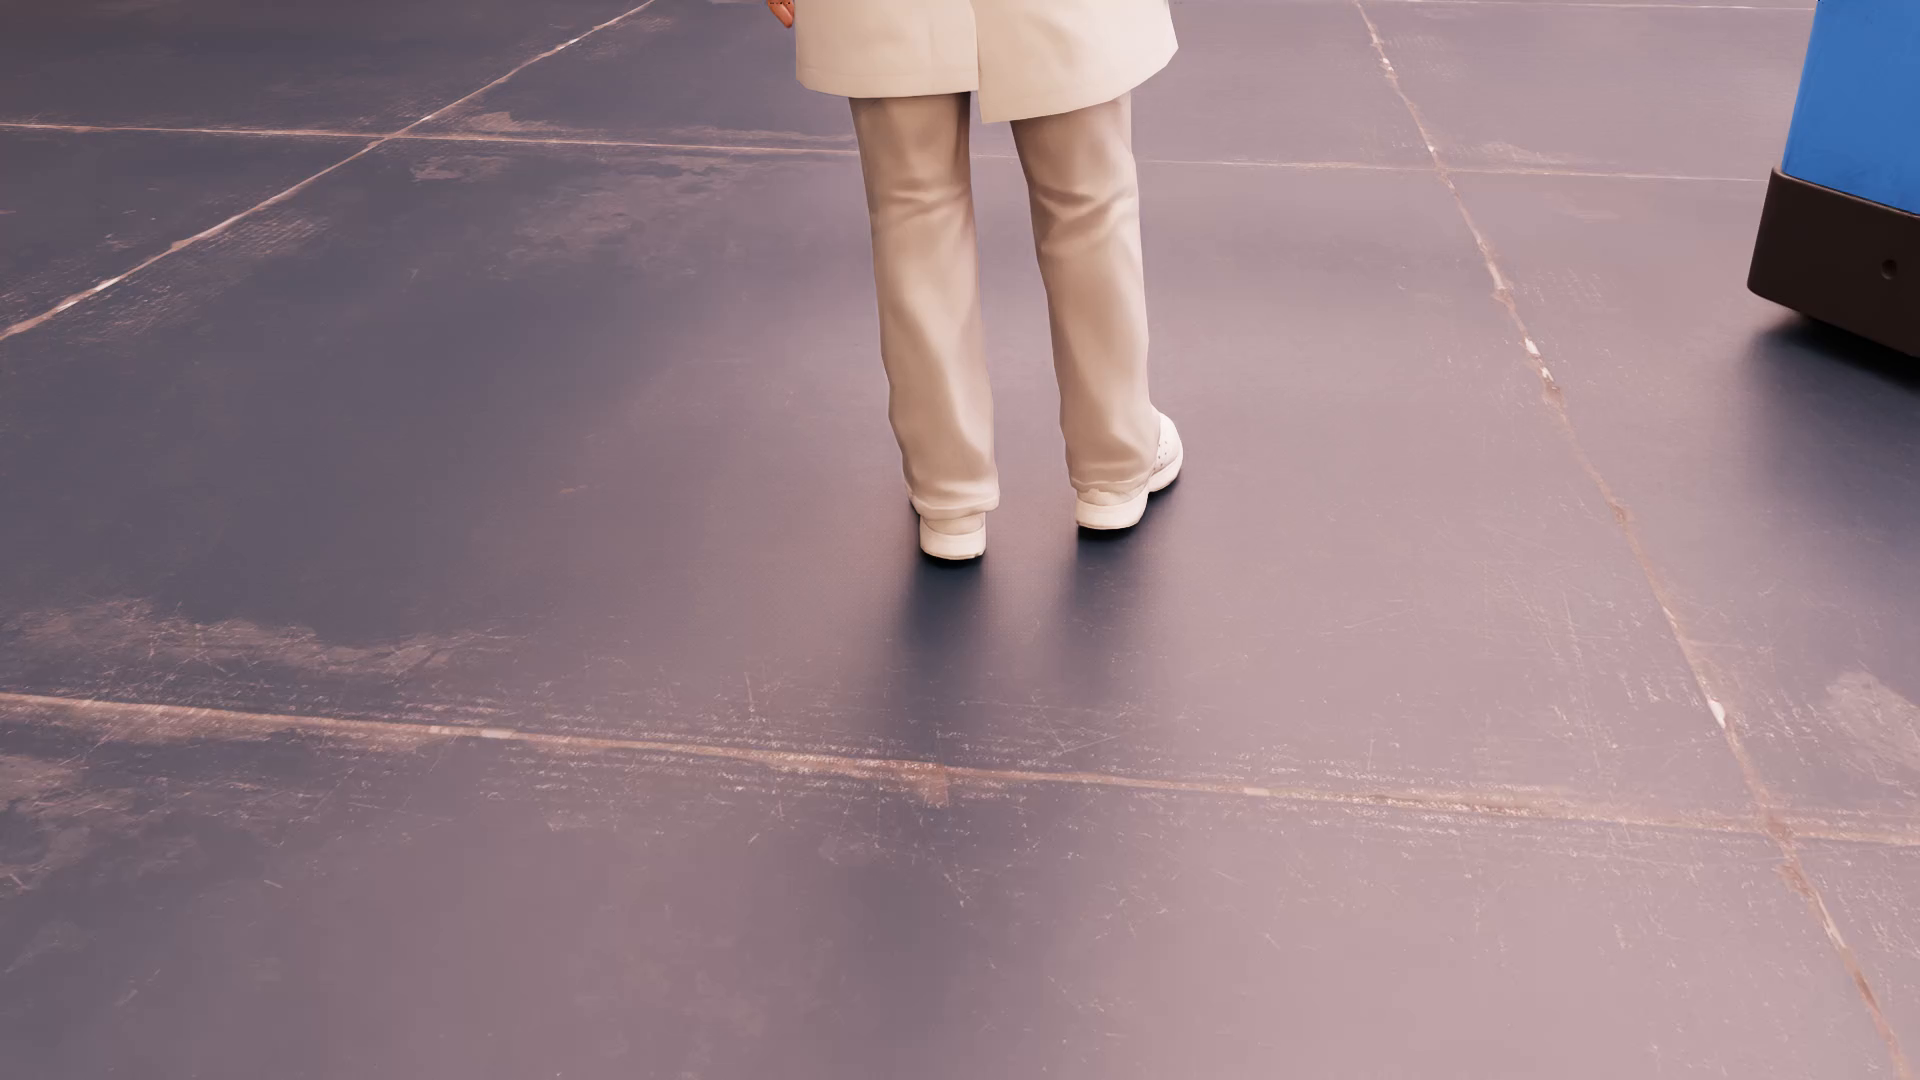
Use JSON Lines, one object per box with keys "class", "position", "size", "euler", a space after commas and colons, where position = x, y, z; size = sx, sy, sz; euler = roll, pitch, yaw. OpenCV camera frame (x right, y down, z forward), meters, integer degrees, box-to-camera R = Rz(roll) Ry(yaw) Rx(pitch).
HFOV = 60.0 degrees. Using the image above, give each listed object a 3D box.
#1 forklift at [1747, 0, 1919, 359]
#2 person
{"class": "forklift", "position": [3.158, -1.788, 2.801], "size": [3.031, 2.935, 1.130], "euler": [-9, 28, -18]}
{"class": "person", "position": [0.016, -0.842, 2.181], "size": [0.696, 1.778, 0.578], "euler": [3, 27, 7]}
